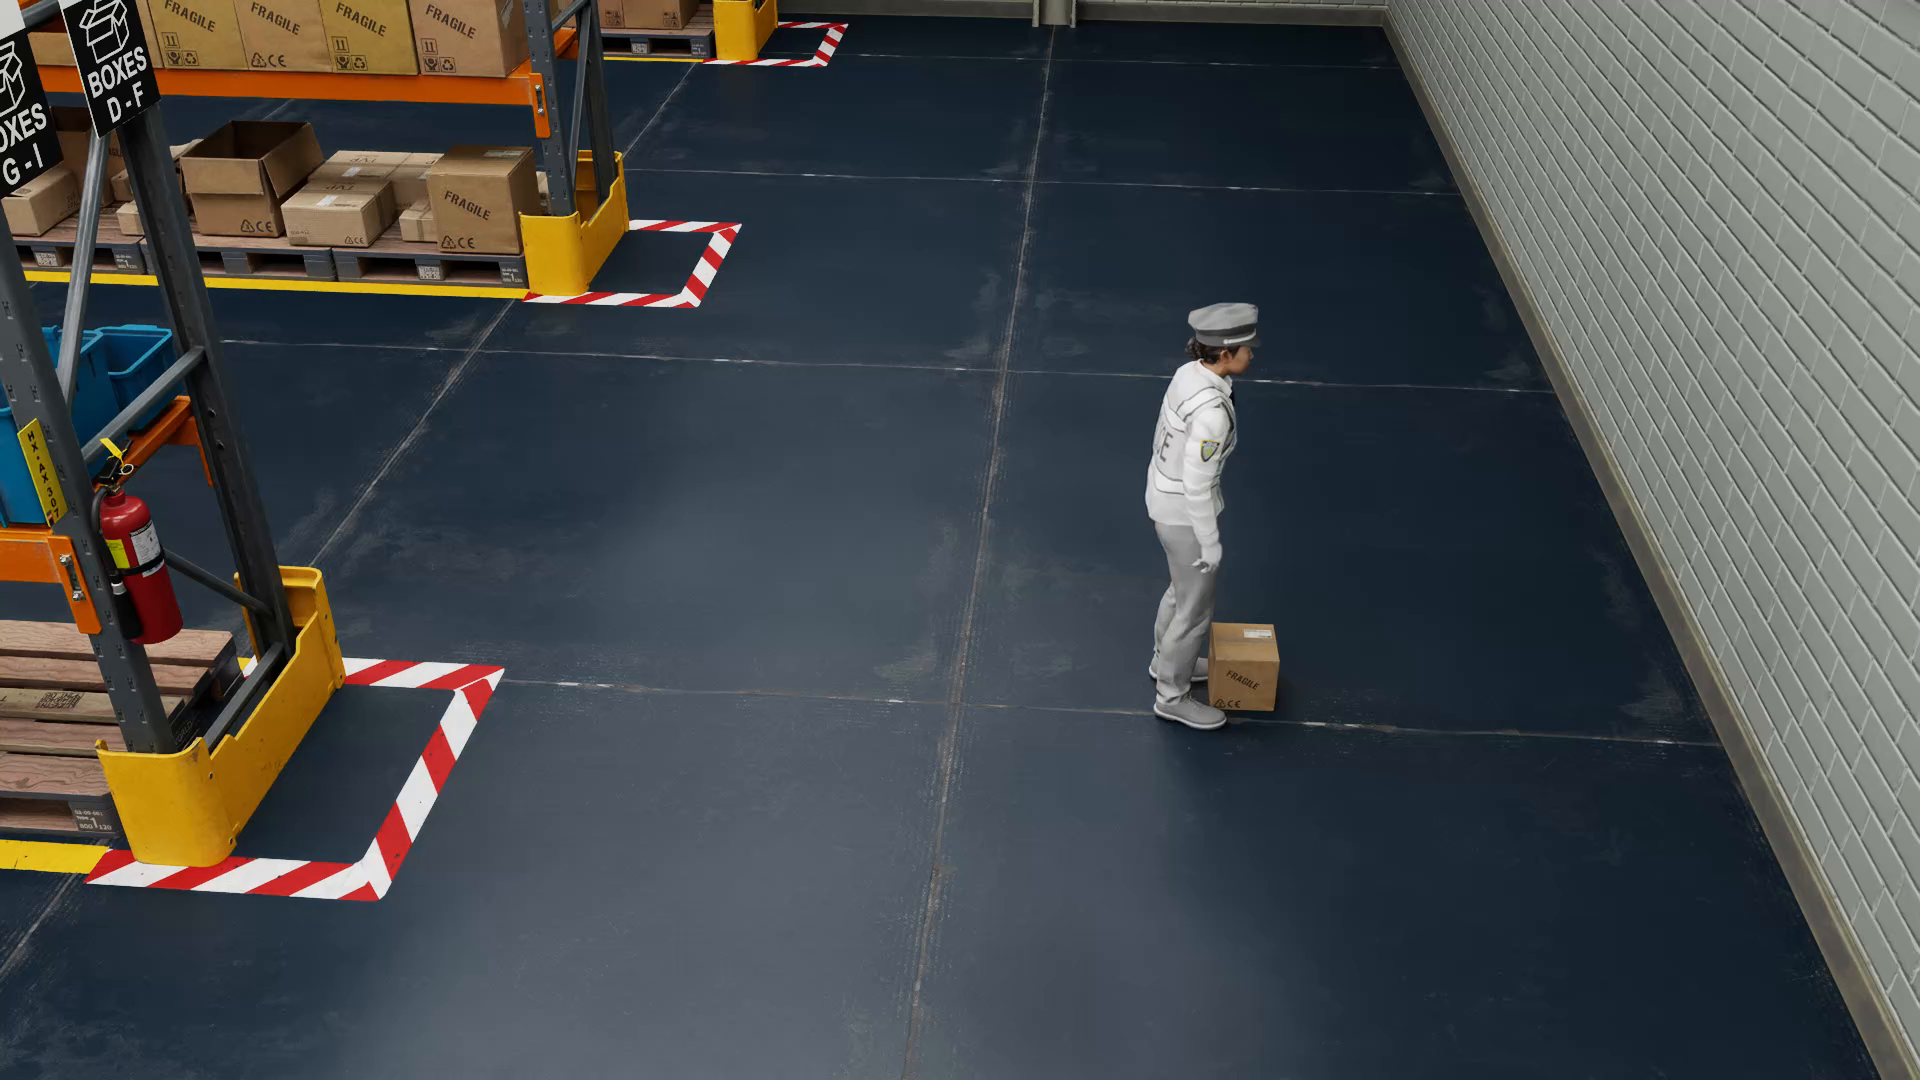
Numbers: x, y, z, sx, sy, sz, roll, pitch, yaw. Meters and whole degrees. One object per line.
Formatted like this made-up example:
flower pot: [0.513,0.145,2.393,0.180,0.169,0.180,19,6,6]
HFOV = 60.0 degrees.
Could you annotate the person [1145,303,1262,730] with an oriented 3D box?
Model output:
person: [0.890,-0.103,6.294,0.371,1.666,0.547,1,32,1]
